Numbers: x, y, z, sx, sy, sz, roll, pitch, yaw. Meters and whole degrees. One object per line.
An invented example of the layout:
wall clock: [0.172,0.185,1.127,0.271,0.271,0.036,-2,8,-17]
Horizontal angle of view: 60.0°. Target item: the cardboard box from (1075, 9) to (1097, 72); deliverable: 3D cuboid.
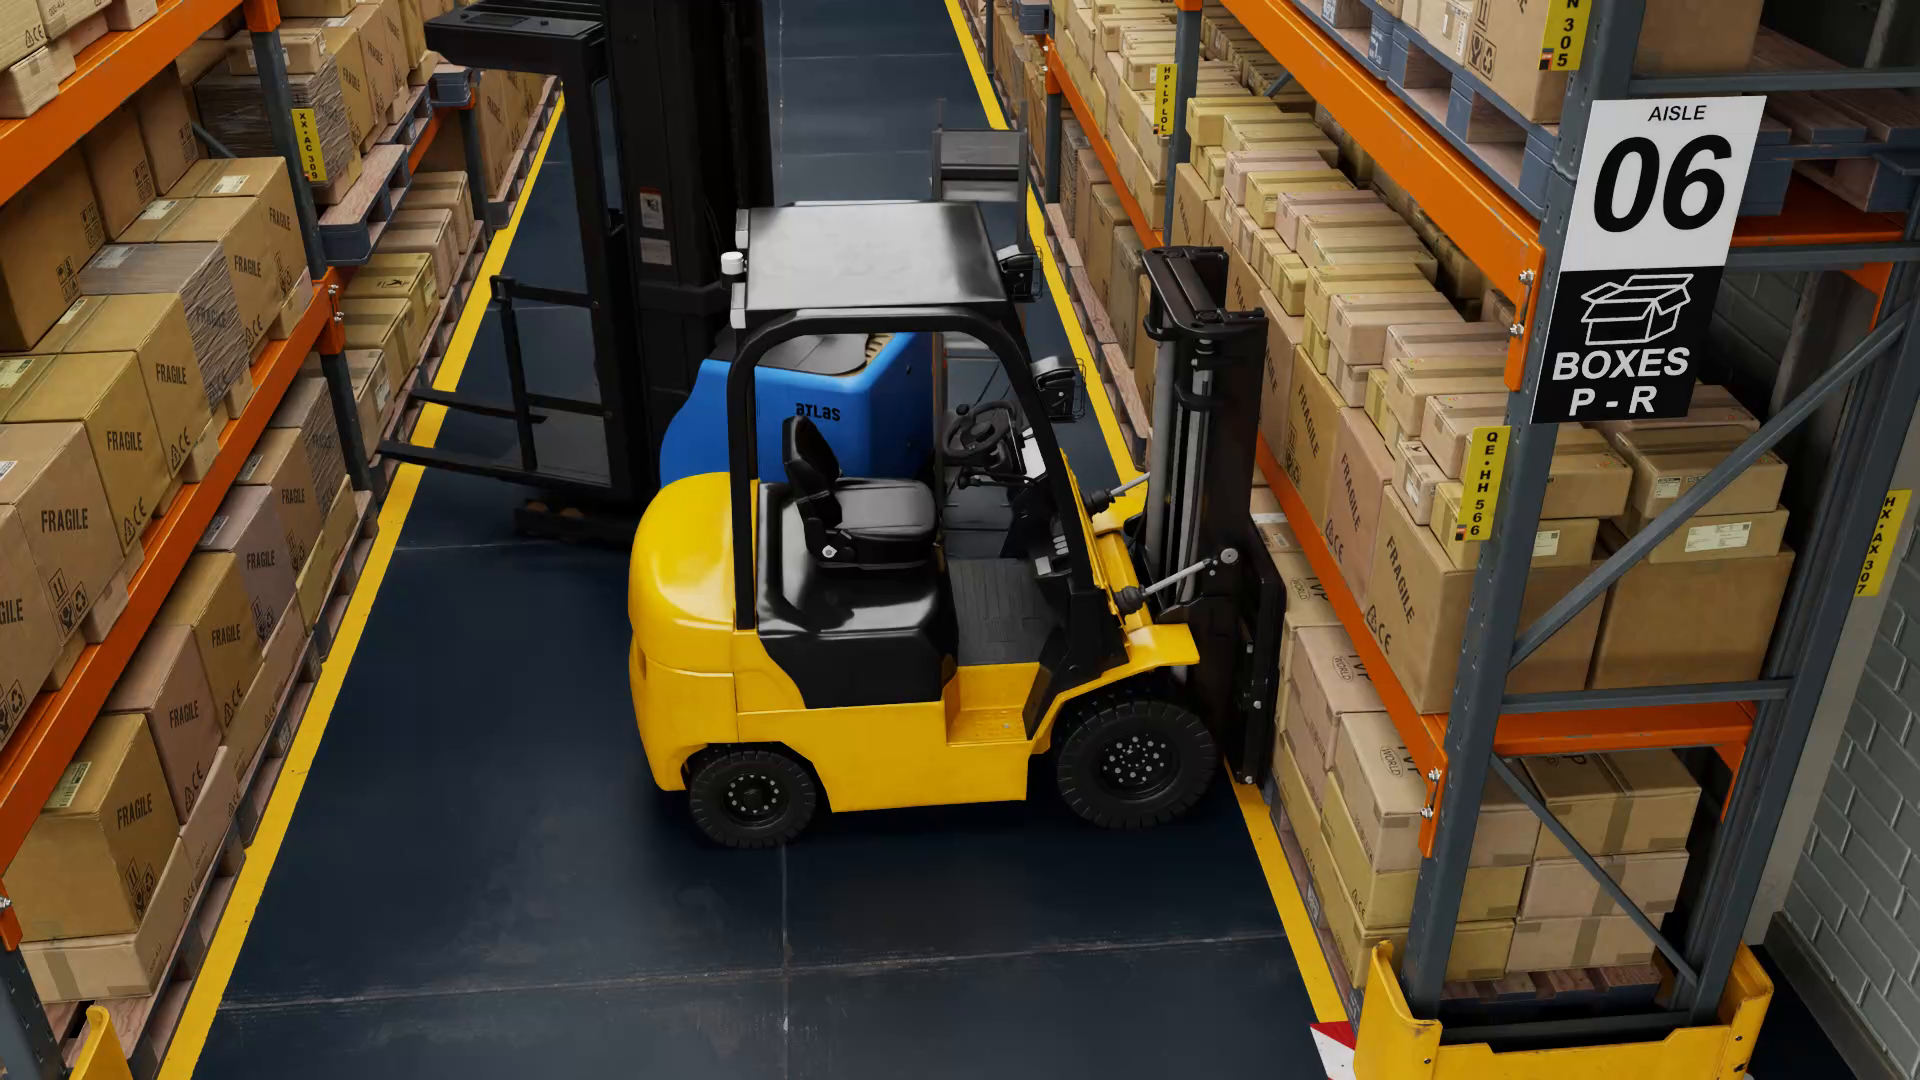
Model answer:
cardboard box: [0.991,-3.033,10.061,0.500,0.250,0.500,-4,31,-6]

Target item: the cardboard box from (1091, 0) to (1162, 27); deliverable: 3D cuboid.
cardboard box: [0.983,-3.131,9.836,0.380,0.149,0.250,-2,31,-4]

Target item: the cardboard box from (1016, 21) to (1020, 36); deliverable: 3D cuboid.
cardboard box: [0.674,-4.340,13.986,0.380,0.149,0.250,-3,31,-5]

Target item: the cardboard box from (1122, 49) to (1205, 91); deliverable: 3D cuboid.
cardboard box: [1.067,-2.474,8.737,0.380,0.149,0.250,-4,31,-6]

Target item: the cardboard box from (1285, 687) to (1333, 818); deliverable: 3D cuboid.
cardboard box: [1.470,0.735,5.879,0.500,0.250,0.500,-3,31,-5]

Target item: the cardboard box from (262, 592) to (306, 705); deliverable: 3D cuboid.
cardboard box: [-3.027,0.458,6.831,0.500,0.250,0.500,-2,31,-4]

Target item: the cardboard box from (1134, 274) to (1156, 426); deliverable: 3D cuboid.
cardboard box: [1.430,-1.029,8.954,0.875,0.625,0.625,-1,31,-2]

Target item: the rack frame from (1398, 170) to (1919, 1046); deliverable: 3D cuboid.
rack frame: [1.863,0.440,4.589,1.000,3.000,0.127,-3,31,-5]

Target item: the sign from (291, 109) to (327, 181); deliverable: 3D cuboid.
sign: [-2.912,-1.764,7.435,0.100,0.325,0.005,-3,31,-5]

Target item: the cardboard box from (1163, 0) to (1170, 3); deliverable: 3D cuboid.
cardboard box: [1.484,-3.318,10.539,0.500,0.250,0.500,-2,31,-4]

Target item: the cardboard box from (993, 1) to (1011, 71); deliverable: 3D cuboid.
cardboard box: [0.563,-4.536,14.948,0.500,0.500,0.500,-1,31,-2]

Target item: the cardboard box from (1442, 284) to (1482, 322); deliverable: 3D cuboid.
cardboard box: [1.969,-0.851,6.019,0.380,0.149,0.250,-3,31,-5]

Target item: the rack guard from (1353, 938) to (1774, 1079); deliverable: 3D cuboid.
rack guard: [1.866,1.525,5.209,1.175,0.500,0.348,-3,31,-5]

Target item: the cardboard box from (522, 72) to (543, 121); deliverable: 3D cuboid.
cardboard box: [-3.970,-3.942,13.587,0.875,0.875,0.875,-2,31,-3]

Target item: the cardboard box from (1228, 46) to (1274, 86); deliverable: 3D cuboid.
cardboard box: [1.630,-2.510,8.797,0.380,0.149,0.250,-3,31,-5]

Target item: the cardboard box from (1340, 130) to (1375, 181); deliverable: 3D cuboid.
cardboard box: [1.841,-1.639,7.048,0.380,0.149,0.250,-3,31,-5]

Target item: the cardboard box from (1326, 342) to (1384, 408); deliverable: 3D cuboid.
cardboard box: [1.451,-0.571,5.551,0.380,0.149,0.250,-4,31,-6]

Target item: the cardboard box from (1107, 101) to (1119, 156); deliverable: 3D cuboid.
cardboard box: [1.114,-2.294,9.312,0.500,0.250,0.500,-3,31,-4]

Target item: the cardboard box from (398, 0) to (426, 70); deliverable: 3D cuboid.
cardboard box: [-3.399,-3.016,9.577,0.500,0.500,0.500,-5,31,-8]

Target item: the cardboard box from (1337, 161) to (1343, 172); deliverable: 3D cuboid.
cardboard box: [1.833,-1.646,7.350,0.380,0.149,0.250,-4,31,-6]

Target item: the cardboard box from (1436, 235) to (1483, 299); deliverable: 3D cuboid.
cardboard box: [1.929,-0.982,5.949,0.380,0.149,0.250,-3,31,-4]

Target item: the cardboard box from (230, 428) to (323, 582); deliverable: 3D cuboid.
cardboard box: [-3.080,-0.136,7.093,0.500,0.500,0.500,-2,31,-4]

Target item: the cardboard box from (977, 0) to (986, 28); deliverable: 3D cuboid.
cardboard box: [0.364,-5.146,16.197,0.396,0.266,0.258,-2,31,-3]

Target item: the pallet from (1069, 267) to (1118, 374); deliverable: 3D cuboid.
pallet: [1.265,-1.404,10.395,1.003,0.211,1.213,-3,31,-5]

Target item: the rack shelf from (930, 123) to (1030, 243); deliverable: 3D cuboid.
rack shelf: [0.095,-1.537,7.437,0.431,0.518,0.480,1,31,2]

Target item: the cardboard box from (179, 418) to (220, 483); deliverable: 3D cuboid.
cardboard box: [-2.966,-0.325,6.114,0.380,0.149,0.250,-2,31,-4]

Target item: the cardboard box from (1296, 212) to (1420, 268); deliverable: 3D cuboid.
cardboard box: [1.464,-1.094,6.137,0.380,0.149,0.250,-3,31,-4]

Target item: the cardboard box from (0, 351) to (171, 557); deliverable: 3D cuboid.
cardboard box: [-2.947,-0.271,5.391,0.500,0.500,0.500,-3,31,-6]

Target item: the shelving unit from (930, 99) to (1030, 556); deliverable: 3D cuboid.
shelving unit: [0.095,-0.948,7.789,0.431,2.100,0.503,1,31,2]

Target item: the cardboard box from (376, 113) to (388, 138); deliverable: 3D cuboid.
cardboard box: [-3.310,-2.261,8.946,0.380,0.149,0.250,-3,31,-4]

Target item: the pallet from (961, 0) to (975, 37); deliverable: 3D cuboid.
pallet: [0.562,-5.465,17.193,1.003,0.211,1.213,-3,31,-5]

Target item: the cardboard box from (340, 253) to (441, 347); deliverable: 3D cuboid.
cardboard box: [-3.641,-1.404,9.829,0.950,0.372,0.625,-2,31,-3]

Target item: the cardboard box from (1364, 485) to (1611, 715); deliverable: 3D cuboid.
cardboard box: [1.556,0.158,4.963,0.500,0.500,0.500,-3,31,-6]

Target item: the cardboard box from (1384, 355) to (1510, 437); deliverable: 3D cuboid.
cardboard box: [1.515,-0.439,5.040,0.380,0.149,0.250,-2,31,-3]

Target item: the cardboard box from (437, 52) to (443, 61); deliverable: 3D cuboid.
cardboard box: [-3.396,-3.062,10.286,0.380,0.149,0.250,-3,31,-5]

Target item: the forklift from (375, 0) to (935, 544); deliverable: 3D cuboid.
forklift: [-1.691,-1.495,7.895,3.031,2.935,1.130,10,32,16]

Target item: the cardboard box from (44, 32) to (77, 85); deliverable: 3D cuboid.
cardboard box: [-2.976,-1.478,5.118,0.380,0.149,0.250,-4,31,-6]

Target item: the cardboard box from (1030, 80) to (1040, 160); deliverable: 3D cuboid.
cardboard box: [0.826,-3.214,12.733,0.500,0.500,0.500,-3,31,-5]

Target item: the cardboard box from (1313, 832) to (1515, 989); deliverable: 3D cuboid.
cardboard box: [1.505,1.215,5.563,0.500,0.250,0.500,-3,31,-4]

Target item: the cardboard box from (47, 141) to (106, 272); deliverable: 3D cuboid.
cardboard box: [-3.581,-1.208,5.985,0.700,0.500,0.500,-3,31,-6]

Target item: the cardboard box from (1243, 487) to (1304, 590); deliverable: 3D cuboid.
cardboard box: [1.359,0.014,6.599,0.500,0.250,0.500,-3,31,-6]

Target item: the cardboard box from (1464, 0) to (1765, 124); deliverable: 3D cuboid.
cardboard box: [1.579,-1.329,4.019,0.500,0.500,0.500,-2,31,-3]

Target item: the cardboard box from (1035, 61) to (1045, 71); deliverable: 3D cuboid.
cardboard box: [0.781,-3.545,12.655,0.380,0.149,0.250,-4,31,-6]

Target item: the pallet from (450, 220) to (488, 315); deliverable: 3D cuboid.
pallet: [-3.754,-1.809,11.073,1.003,0.211,1.213,-3,31,-5]

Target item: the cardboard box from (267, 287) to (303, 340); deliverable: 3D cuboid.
cardboard box: [-3.088,-0.978,7.208,0.380,0.149,0.250,-2,31,-3]

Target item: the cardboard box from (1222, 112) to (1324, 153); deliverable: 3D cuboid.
cardboard box: [1.356,-1.746,7.228,0.380,0.149,0.250,-2,31,-4]

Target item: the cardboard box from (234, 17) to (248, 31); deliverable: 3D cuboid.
cardboard box: [-3.813,-2.455,8.639,0.500,0.500,0.500,-2,31,-3]

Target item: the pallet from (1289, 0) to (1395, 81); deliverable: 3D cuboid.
pallet: [1.706,-1.797,5.494,1.003,0.211,1.213,-3,31,-5]

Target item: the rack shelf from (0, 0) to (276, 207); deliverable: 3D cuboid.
rack shelf: [-3.265,-1.321,5.312,1.077,0.370,4.000,-3,31,-5]

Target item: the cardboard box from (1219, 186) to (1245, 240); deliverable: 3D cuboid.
cardboard box: [1.285,-1.355,6.864,0.380,0.149,0.250,-2,31,-3]

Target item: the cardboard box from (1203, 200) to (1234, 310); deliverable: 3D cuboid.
cardboard box: [1.336,-1.141,7.138,0.500,0.500,0.500,-2,31,-4]

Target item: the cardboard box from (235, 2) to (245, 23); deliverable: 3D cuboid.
cardboard box: [-3.846,-2.707,8.428,0.380,0.149,0.250,-4,31,-7]

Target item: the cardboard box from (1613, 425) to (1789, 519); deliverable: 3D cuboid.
cardboard box: [2.045,-0.191,4.625,0.380,0.149,0.250,-3,31,-6]

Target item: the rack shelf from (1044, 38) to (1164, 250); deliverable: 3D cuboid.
rack shelf: [1.303,-2.315,9.902,1.077,0.370,4.000,-3,31,-5]

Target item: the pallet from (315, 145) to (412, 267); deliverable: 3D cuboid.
pallet: [-3.379,-1.678,8.321,1.003,0.211,1.213,-3,31,-5]

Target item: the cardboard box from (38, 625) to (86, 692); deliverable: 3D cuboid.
cardboard box: [-2.886,0.336,5.007,0.380,0.149,0.250,-4,31,-6]
